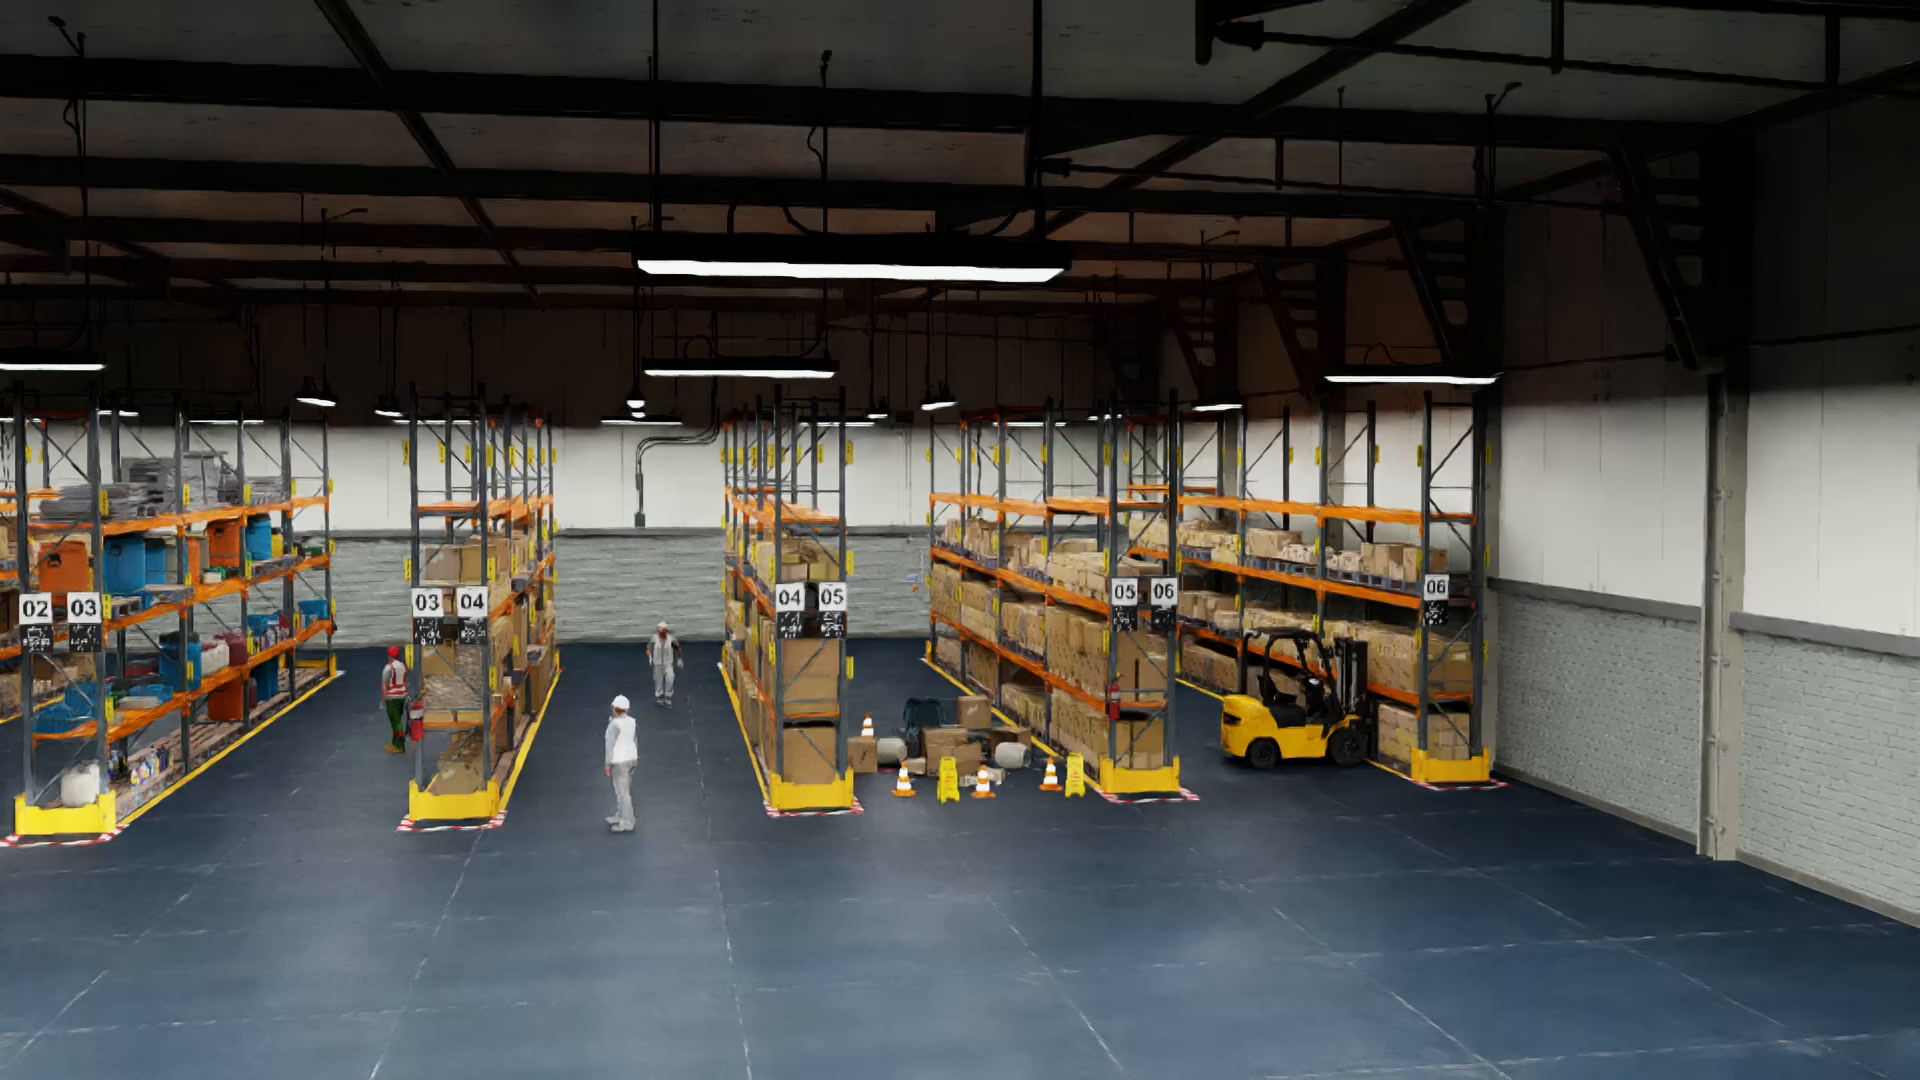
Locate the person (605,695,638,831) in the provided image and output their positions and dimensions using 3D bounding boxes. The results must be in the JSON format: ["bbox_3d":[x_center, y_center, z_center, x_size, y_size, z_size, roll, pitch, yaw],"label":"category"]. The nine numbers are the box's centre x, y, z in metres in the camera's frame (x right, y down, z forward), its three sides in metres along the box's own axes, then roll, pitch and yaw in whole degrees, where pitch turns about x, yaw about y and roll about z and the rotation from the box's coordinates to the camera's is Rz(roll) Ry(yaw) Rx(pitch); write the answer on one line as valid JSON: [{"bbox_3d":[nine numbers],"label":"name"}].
[{"bbox_3d":[-4.576,2.967,22.356,0.576,1.768,0.626,1,3,20],"label":"person"}]

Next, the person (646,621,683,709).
[{"bbox_3d":[-5.849,2.466,32.909,0.713,1.749,0.680,0,3,-7],"label":"person"}]

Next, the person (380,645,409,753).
[{"bbox_3d":[-9.577,2.671,28.108,0.581,1.785,0.664,1,3,14],"label":"person"}]
